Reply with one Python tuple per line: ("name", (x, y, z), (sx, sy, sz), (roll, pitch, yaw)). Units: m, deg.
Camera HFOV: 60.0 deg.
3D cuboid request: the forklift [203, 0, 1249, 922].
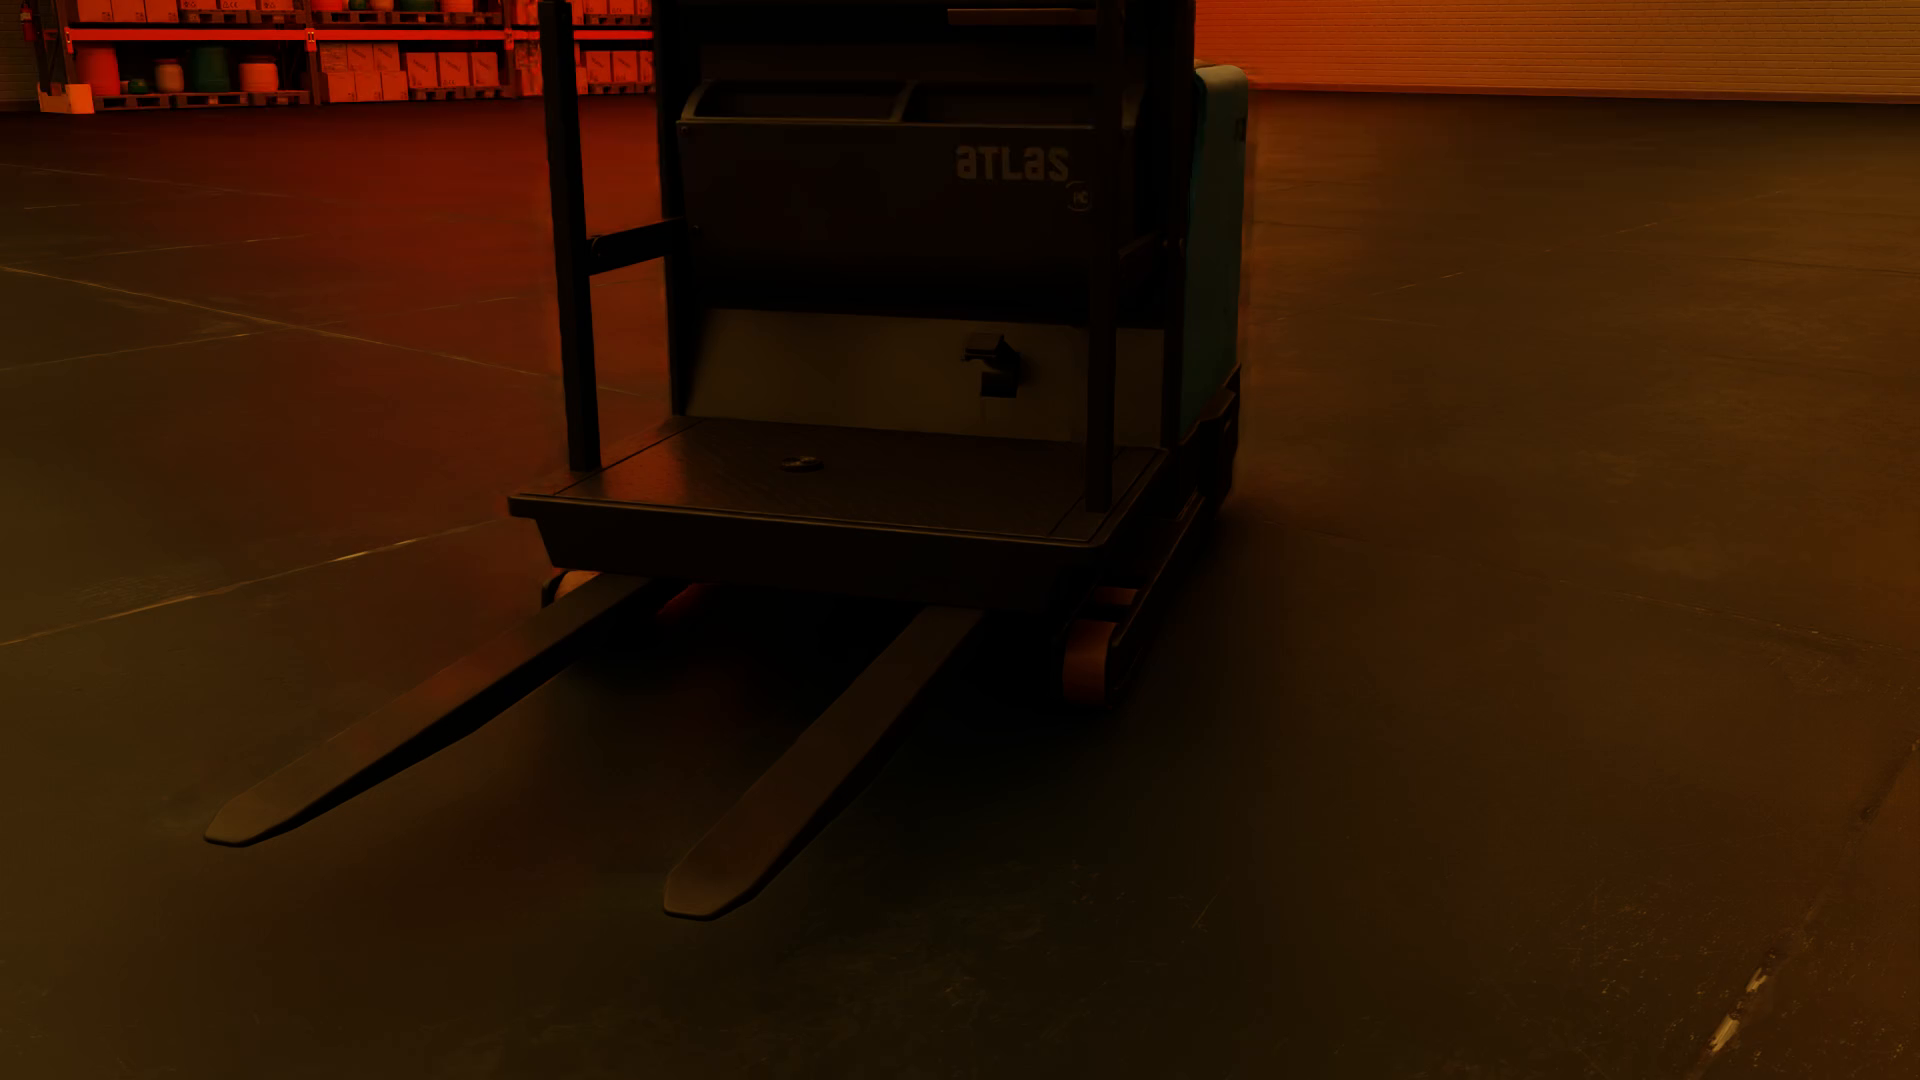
("forklift", (-0.160, -1.226, 2.934), (1.130, 2.935, 3.031), (5, 18, 16))
